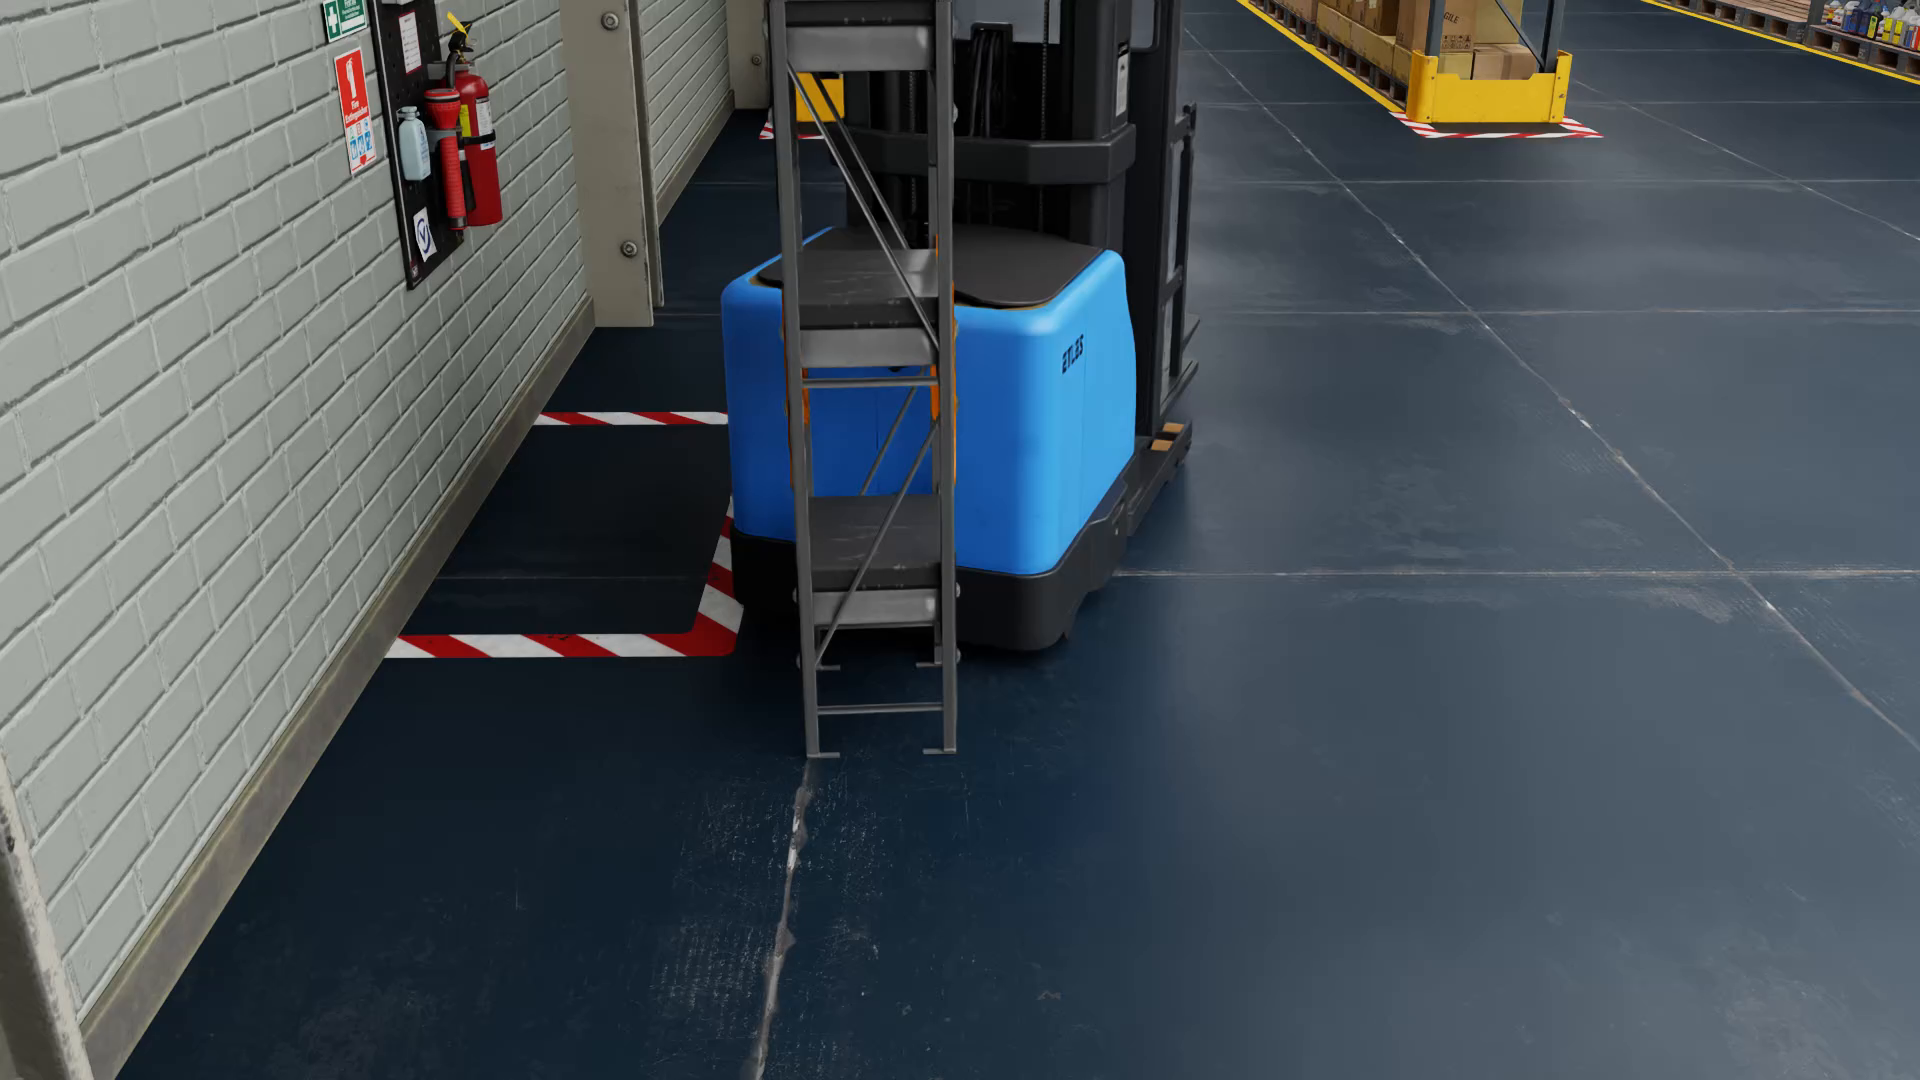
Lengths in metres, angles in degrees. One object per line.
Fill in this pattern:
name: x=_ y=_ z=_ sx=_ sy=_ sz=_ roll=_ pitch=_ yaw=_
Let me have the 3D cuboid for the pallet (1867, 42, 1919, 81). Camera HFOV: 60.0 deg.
pallet: x=9.008 y=-4.307 z=15.018 sx=1.003 sy=0.211 sz=1.213 roll=0 pitch=24 yaw=-1

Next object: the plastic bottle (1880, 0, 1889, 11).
plastic bottle: x=8.764 y=-5.018 z=15.887 sx=0.144 sy=0.351 sz=0.185 roll=0 pitch=24 yaw=-1

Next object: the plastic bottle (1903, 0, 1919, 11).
plastic bottle: x=9.177 y=-5.088 z=16.039 sx=0.144 sy=0.351 sz=0.185 roll=0 pitch=24 yaw=-1

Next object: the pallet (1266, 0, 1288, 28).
pallet: x=4.009 y=-5.875 z=18.483 sx=1.003 sy=0.211 sz=1.213 roll=0 pitch=24 yaw=-1

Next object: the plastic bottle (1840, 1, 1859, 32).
plastic bottle: x=8.622 y=-5.052 z=16.051 sx=0.152 sy=0.276 sz=0.135 roll=1 pitch=24 yaw=1

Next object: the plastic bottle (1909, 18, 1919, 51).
plastic bottle: x=8.636 y=-4.529 z=14.895 sx=0.152 sy=0.276 sz=0.135 roll=0 pitch=24 yaw=0

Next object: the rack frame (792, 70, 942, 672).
rack frame: x=-0.247 y=-0.578 z=4.477 sx=0.400 sy=2.100 sz=0.015 roll=-2 pitch=24 yaw=-3

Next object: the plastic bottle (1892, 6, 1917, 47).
plastic bottle: x=8.628 y=-4.688 z=15.156 sx=0.144 sy=0.351 sz=0.185 roll=1 pitch=24 yaw=2

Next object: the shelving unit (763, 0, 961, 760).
shelving unit: x=-0.232 y=-0.478 z=4.255 sx=0.431 sy=2.100 sz=0.503 roll=-2 pitch=24 yaw=-3

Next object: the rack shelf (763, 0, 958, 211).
rack shelf: x=-0.235 y=-1.103 z=3.972 sx=0.431 sy=0.518 sz=0.480 roll=-2 pitch=24 yaw=-3

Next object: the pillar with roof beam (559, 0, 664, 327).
pillar with roof beam: x=2.661 y=-5.231 z=6.396 sx=9.100 sy=9.000 sz=0.400 roll=0 pitch=24 yaw=-1

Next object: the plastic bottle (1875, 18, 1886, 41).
plastic bottle: x=8.601 y=-4.755 z=15.486 sx=0.097 sy=0.201 sz=0.097 roll=0 pitch=24 yaw=0

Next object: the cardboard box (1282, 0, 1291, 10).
cardboard box: x=3.769 y=-5.865 z=17.906 sx=0.500 sy=0.250 sz=0.500 roll=0 pitch=24 yaw=1

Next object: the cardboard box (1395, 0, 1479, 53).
cardboard box: x=3.813 y=-4.190 z=13.291 sx=0.500 sy=0.500 sz=0.500 roll=0 pitch=24 yaw=-1

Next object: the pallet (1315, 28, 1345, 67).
pallet: x=4.039 y=-4.740 z=15.973 sx=1.003 sy=0.211 sz=1.213 roll=0 pitch=24 yaw=-1

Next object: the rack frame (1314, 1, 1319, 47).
rack frame: x=4.073 y=-6.338 z=16.124 sx=1.000 sy=3.000 sz=0.127 roll=0 pitch=24 yaw=-1

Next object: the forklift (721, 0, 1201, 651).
forklift: x=0.256 y=-1.593 z=5.715 sx=1.130 sy=2.935 sz=3.031 roll=8 pitch=26 yaw=17

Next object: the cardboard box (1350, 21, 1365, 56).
cardboard box: x=3.787 y=-4.466 z=14.812 sx=0.500 sy=0.250 sz=0.500 roll=0 pitch=24 yaw=-1

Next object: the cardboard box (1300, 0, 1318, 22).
cardboard box: x=3.778 y=-5.446 z=16.979 sx=0.500 sy=0.250 sz=0.500 roll=0 pitch=24 yaw=-1

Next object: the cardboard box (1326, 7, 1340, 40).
cardboard box: x=3.775 y=-4.878 z=15.723 sx=0.500 sy=0.250 sz=0.500 roll=0 pitch=24 yaw=-1

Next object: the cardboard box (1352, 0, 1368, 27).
cardboard box: x=3.783 y=-4.808 z=14.657 sx=0.500 sy=0.500 sz=0.500 roll=0 pitch=24 yaw=-1

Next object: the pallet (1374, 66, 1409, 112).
pallet: x=4.066 y=-3.734 z=13.750 sx=1.003 sy=0.211 sz=1.213 roll=0 pitch=24 yaw=-1

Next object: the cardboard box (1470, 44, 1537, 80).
cardboard box: x=4.333 y=-3.850 z=13.450 sx=0.500 sy=0.250 sz=0.500 roll=0 pitch=24 yaw=-1

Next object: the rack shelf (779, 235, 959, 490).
rack shelf: x=-0.232 y=-0.465 z=4.261 sx=0.431 sy=0.518 sz=0.480 roll=-2 pitch=24 yaw=-3

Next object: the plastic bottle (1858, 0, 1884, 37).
plastic bottle: x=8.622 y=-4.940 z=15.713 sx=0.144 sy=0.351 sz=0.185 roll=-1 pitch=24 yaw=-3

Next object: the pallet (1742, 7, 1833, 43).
pallet: x=8.978 y=-5.412 z=17.459 sx=1.003 sy=0.211 sz=1.213 roll=0 pitch=24 yaw=-1

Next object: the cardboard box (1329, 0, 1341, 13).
cardboard box: x=3.778 y=-5.220 z=15.568 sx=0.500 sy=0.500 sz=0.500 roll=0 pitch=24 yaw=-1

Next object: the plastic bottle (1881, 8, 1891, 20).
plastic bottle: x=8.661 y=-4.843 z=15.596 sx=0.097 sy=0.271 sz=0.097 roll=0 pitch=24 yaw=0

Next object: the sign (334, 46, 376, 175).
sign: x=-1.752 y=-1.248 z=4.825 sx=0.001 sy=0.329 sz=0.234 roll=0 pitch=24 yaw=-1

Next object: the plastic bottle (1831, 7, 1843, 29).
plastic bottle: x=8.592 y=-5.109 z=16.268 sx=0.097 sy=0.201 sz=0.097 roll=0 pitch=24 yaw=0

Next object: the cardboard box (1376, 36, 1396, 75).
cardboard box: x=3.798 y=-4.054 z=13.900 sx=0.500 sy=0.250 sz=0.500 roll=0 pitch=24 yaw=-1

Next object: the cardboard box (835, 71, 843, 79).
cardboard box: x=-0.755 y=-3.927 z=13.521 sx=0.500 sy=0.311 sz=0.500 roll=-3 pitch=25 yaw=-7

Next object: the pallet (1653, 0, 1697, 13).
pallet: x=8.952 y=-6.417 z=19.682 sx=1.003 sy=0.211 sz=1.213 roll=0 pitch=24 yaw=-1

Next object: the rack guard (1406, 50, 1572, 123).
rack guard: x=4.117 y=-3.541 z=12.973 sx=1.175 sy=0.500 sz=0.348 roll=0 pitch=24 yaw=-1
